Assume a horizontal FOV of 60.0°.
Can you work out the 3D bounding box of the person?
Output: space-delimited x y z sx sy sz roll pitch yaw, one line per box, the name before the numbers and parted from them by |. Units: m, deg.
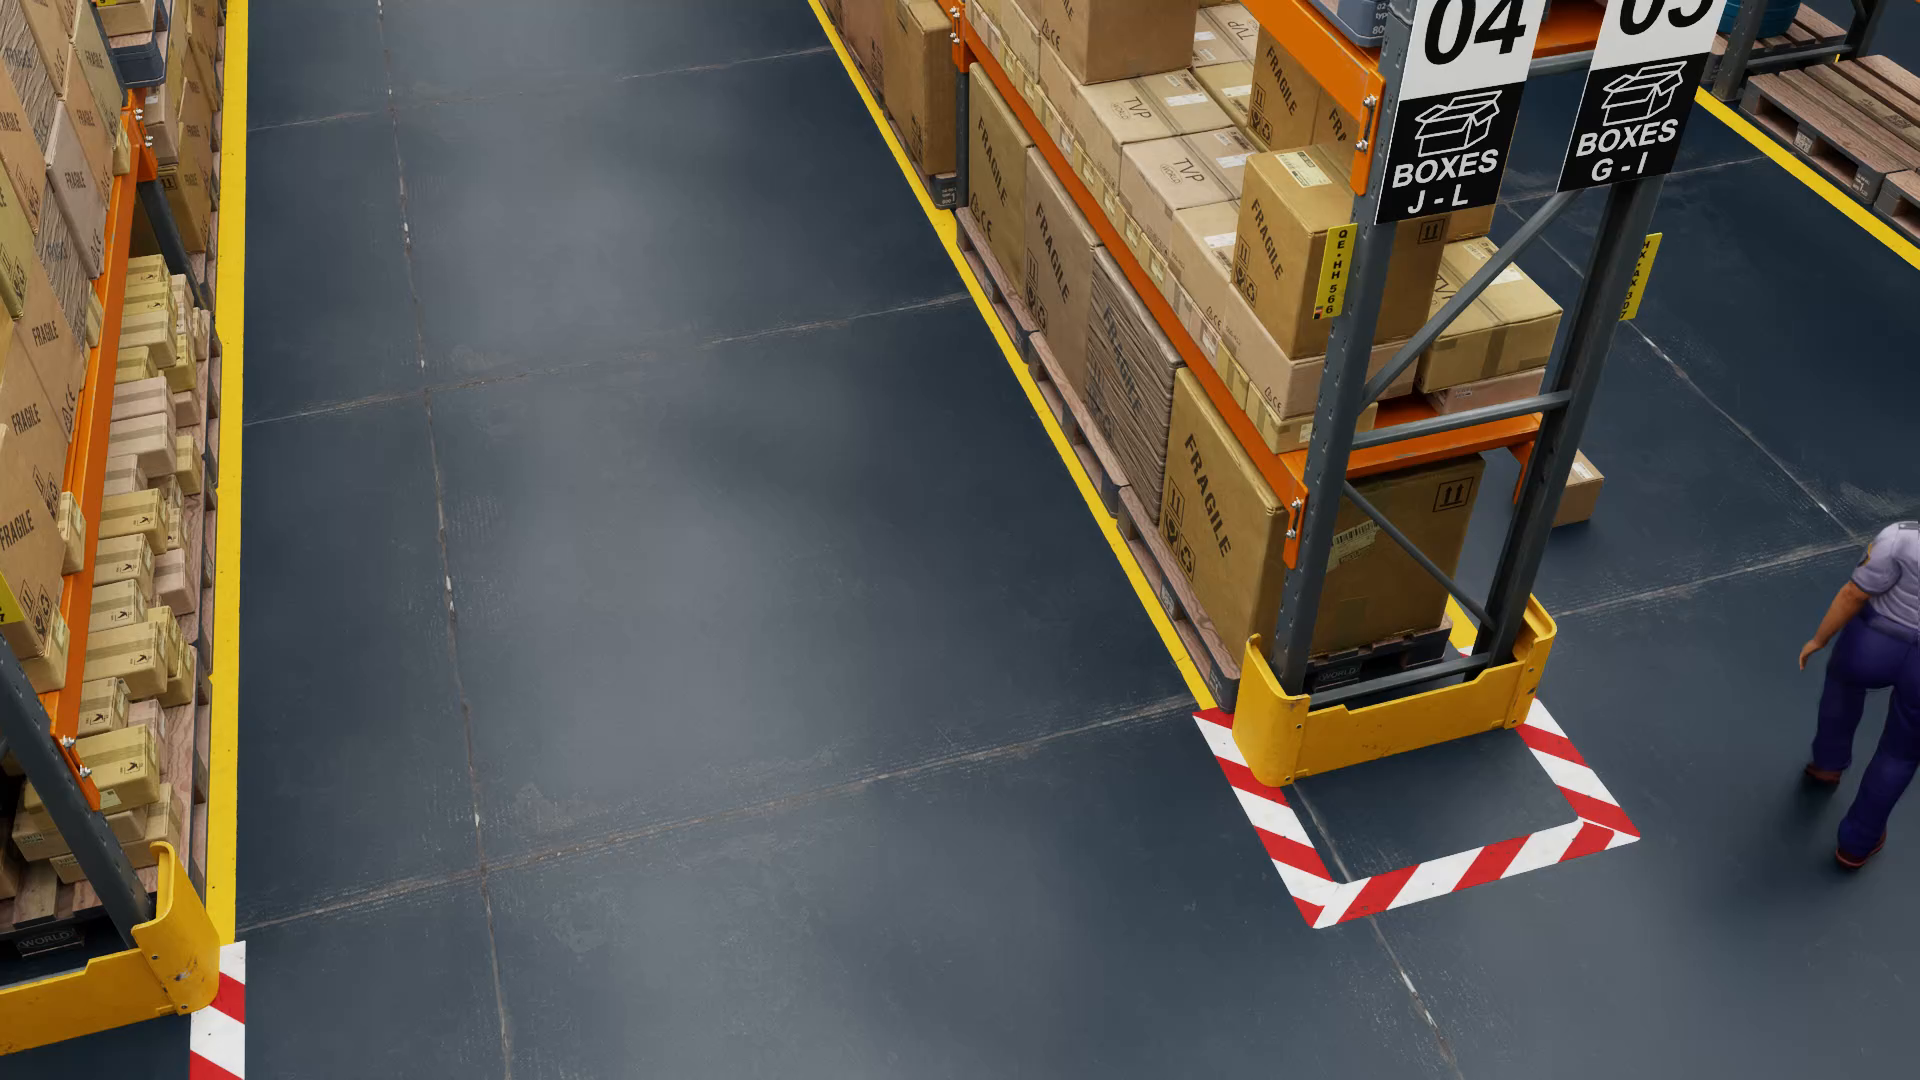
person | 3.235 0.425 5.749 0.565 1.713 0.557 25 48 25
